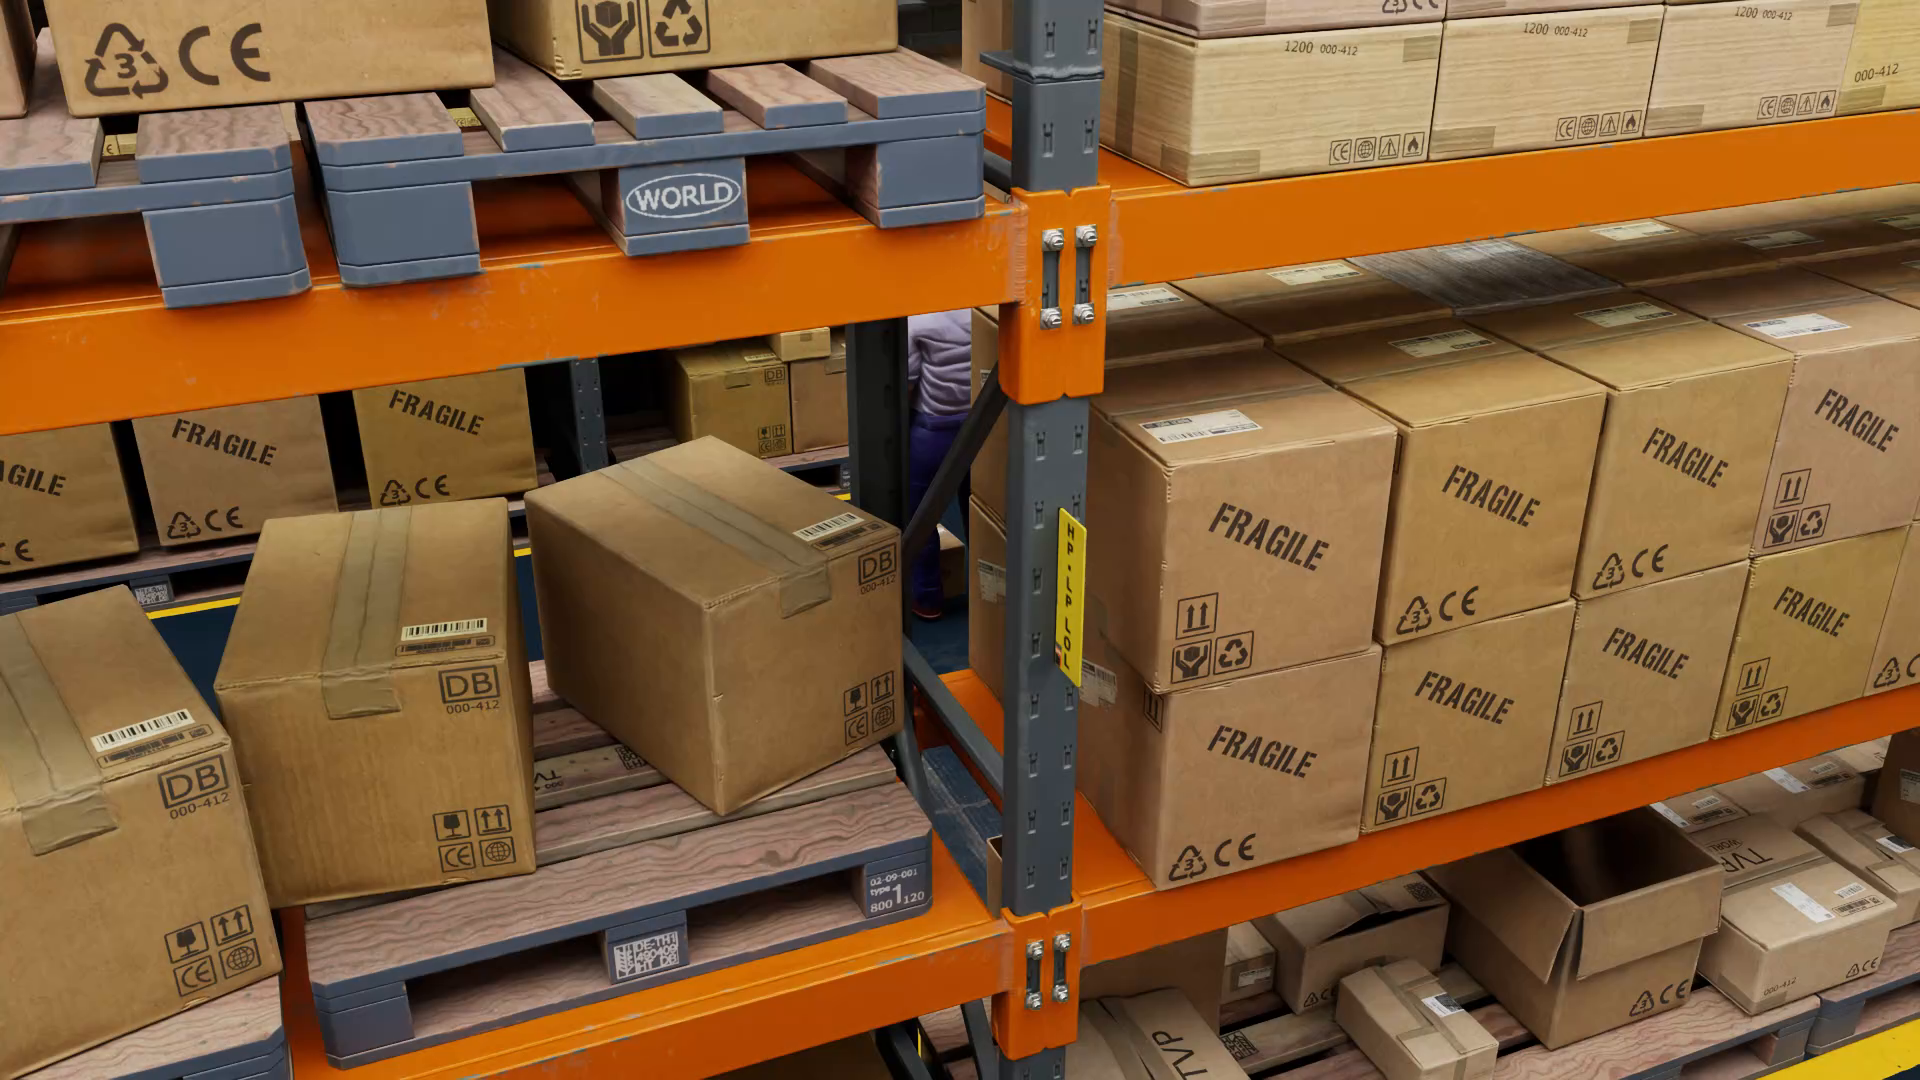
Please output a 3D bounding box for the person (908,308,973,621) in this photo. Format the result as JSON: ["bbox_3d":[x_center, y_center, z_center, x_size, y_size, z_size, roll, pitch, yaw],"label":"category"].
[{"bbox_3d":[-0.061,-0.434,7.007,0.564,1.652,0.419,-12,29,-23],"label":"person"}]
